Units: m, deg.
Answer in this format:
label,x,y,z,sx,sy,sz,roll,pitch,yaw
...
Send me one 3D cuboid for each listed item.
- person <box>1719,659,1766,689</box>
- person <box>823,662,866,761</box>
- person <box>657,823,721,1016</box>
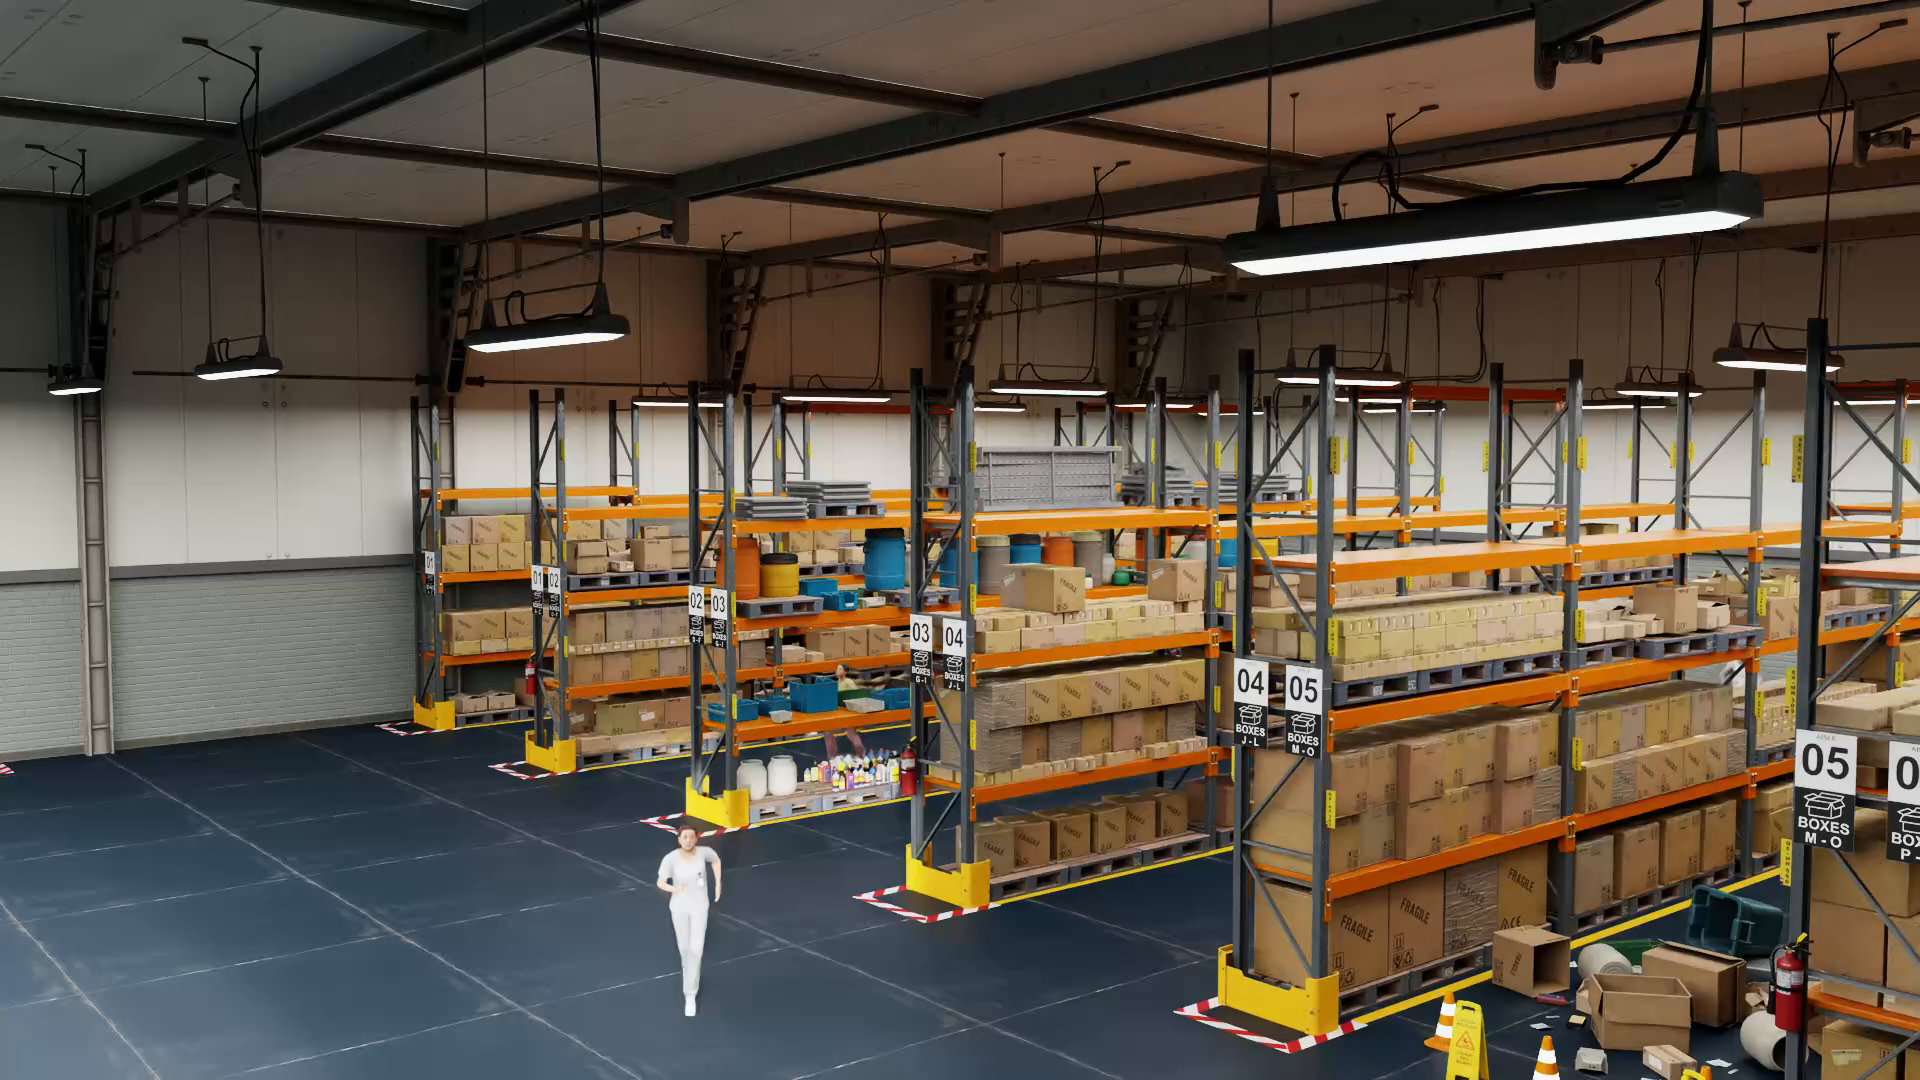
label,x,y,z,sx,sy,sz,roll,pitch,yaw
person,13.339,2.638,28.129,0.690,1.769,0.805,-1,3,-10
person,-1.776,2.783,26.436,0.556,1.708,0.793,3,4,41
person,-2.500,3.429,15.363,0.586,1.707,0.899,-1,3,-11
